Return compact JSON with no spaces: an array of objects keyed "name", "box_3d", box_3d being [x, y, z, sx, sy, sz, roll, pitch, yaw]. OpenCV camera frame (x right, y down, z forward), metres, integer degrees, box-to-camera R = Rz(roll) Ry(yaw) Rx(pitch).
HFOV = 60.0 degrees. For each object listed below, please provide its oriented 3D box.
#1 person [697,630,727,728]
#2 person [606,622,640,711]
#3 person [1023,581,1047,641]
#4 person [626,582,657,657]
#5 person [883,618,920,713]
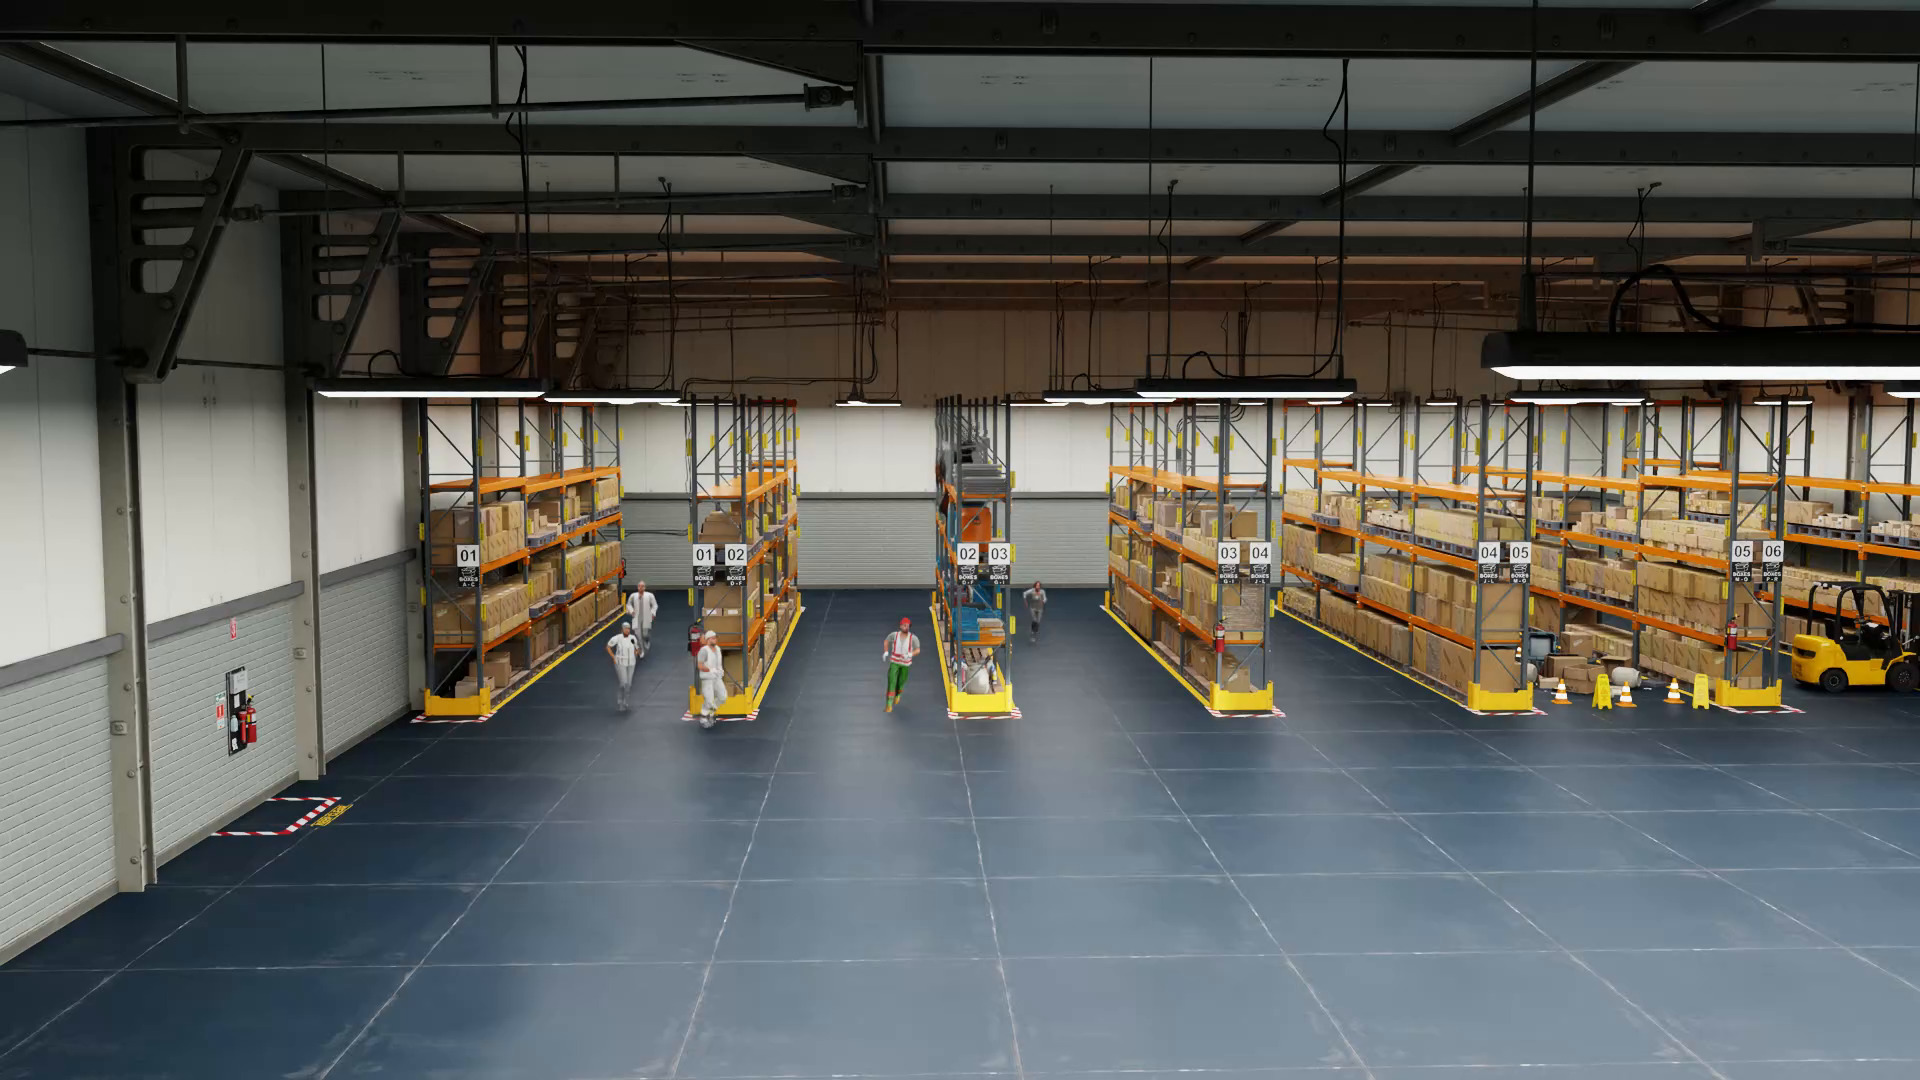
[{"name":"person","box_3d":[-4.408,2.495,29.840,0.608,1.752,0.695,4,6,38]},{"name":"person","box_3d":[-6.376,2.416,31.697,0.581,1.711,0.711,-3,5,-35]},{"name":"person","box_3d":[1.850,1.751,40.762,0.524,1.524,0.745,-1,5,-13]},{"name":"person","box_3d":[-7.386,1.831,38.585,0.712,1.738,0.643,0,5,-4]},{"name":"person","box_3d":[-1.112,2.343,31.572,0.707,1.743,0.969,0,4,-1]}]
